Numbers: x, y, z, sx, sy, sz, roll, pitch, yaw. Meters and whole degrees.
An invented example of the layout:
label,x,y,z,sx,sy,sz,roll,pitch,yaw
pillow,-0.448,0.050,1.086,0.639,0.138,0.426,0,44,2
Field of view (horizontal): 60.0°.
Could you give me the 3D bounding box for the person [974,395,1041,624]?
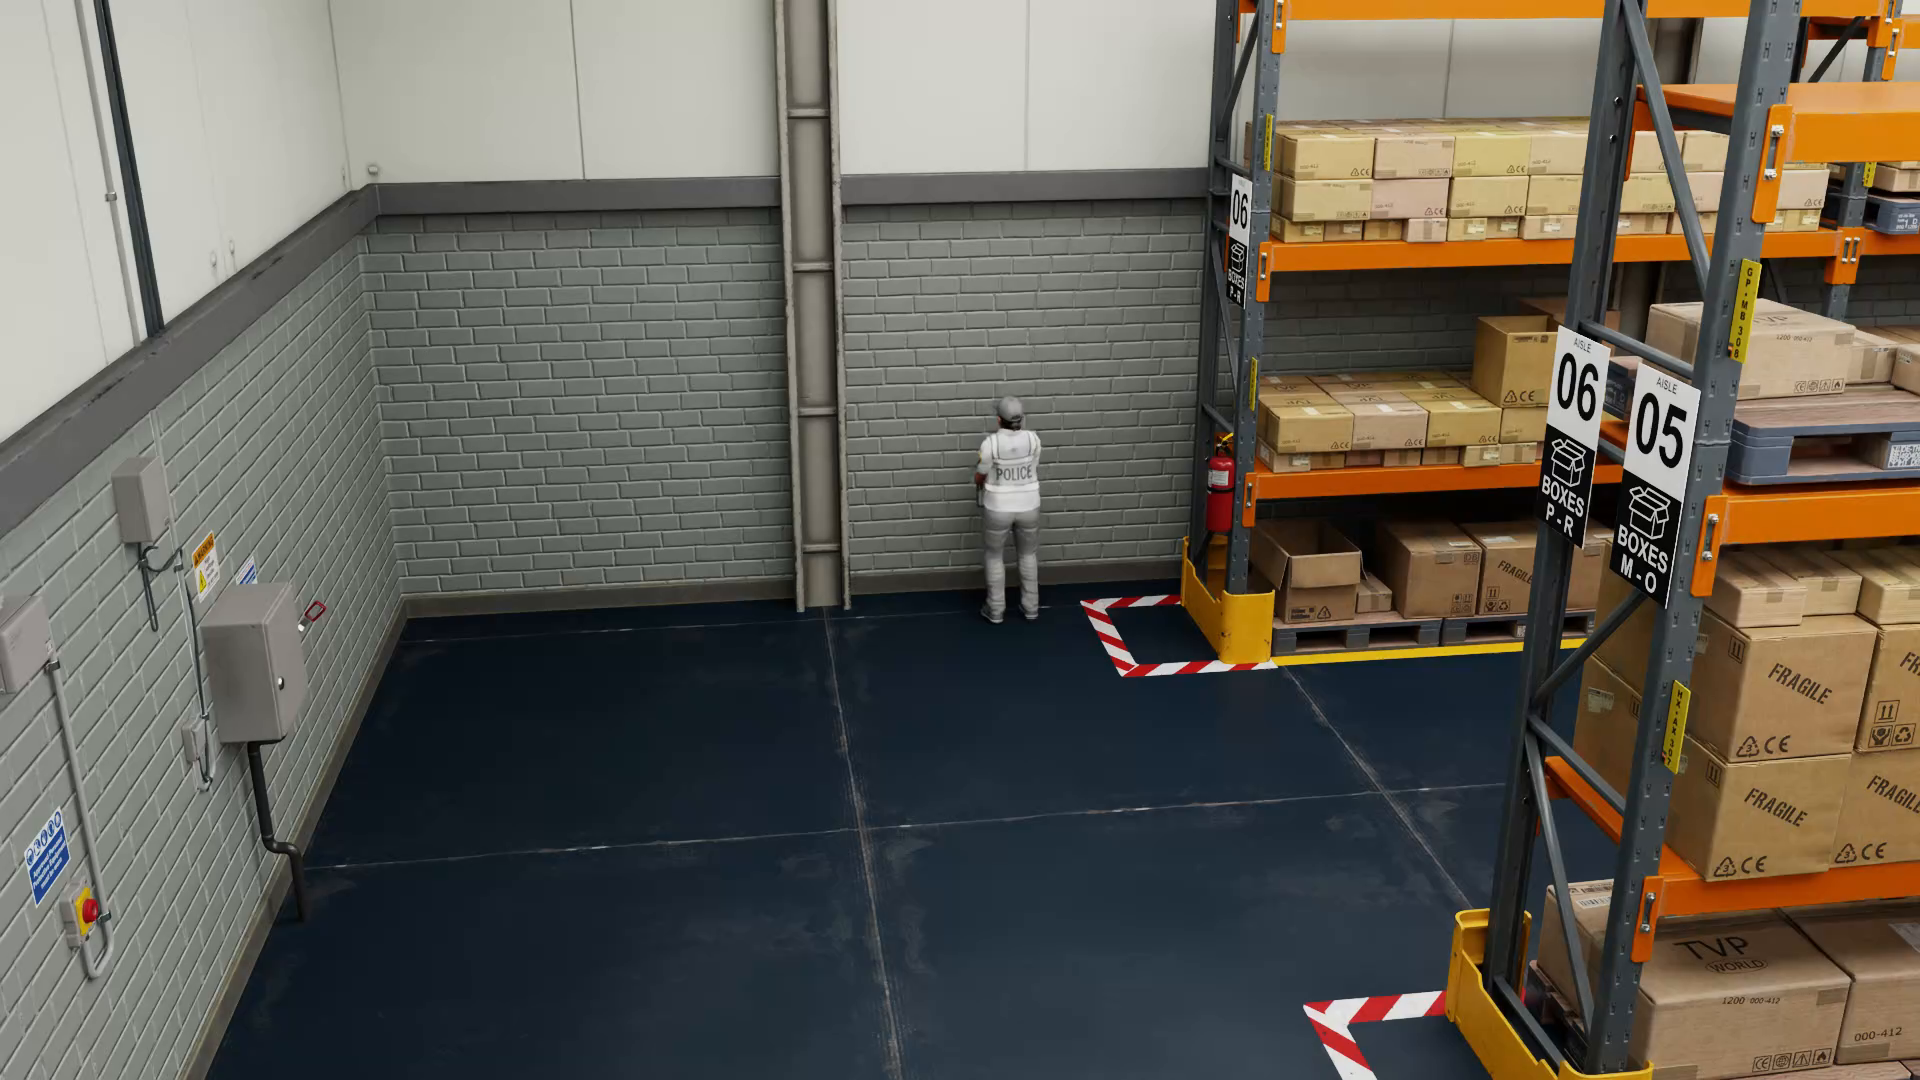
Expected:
label,x,y,z,sx,sy,sz,roll,pitch,yaw
person,0.330,-0.240,11.720,0.499,1.667,0.519,-6,21,-16
